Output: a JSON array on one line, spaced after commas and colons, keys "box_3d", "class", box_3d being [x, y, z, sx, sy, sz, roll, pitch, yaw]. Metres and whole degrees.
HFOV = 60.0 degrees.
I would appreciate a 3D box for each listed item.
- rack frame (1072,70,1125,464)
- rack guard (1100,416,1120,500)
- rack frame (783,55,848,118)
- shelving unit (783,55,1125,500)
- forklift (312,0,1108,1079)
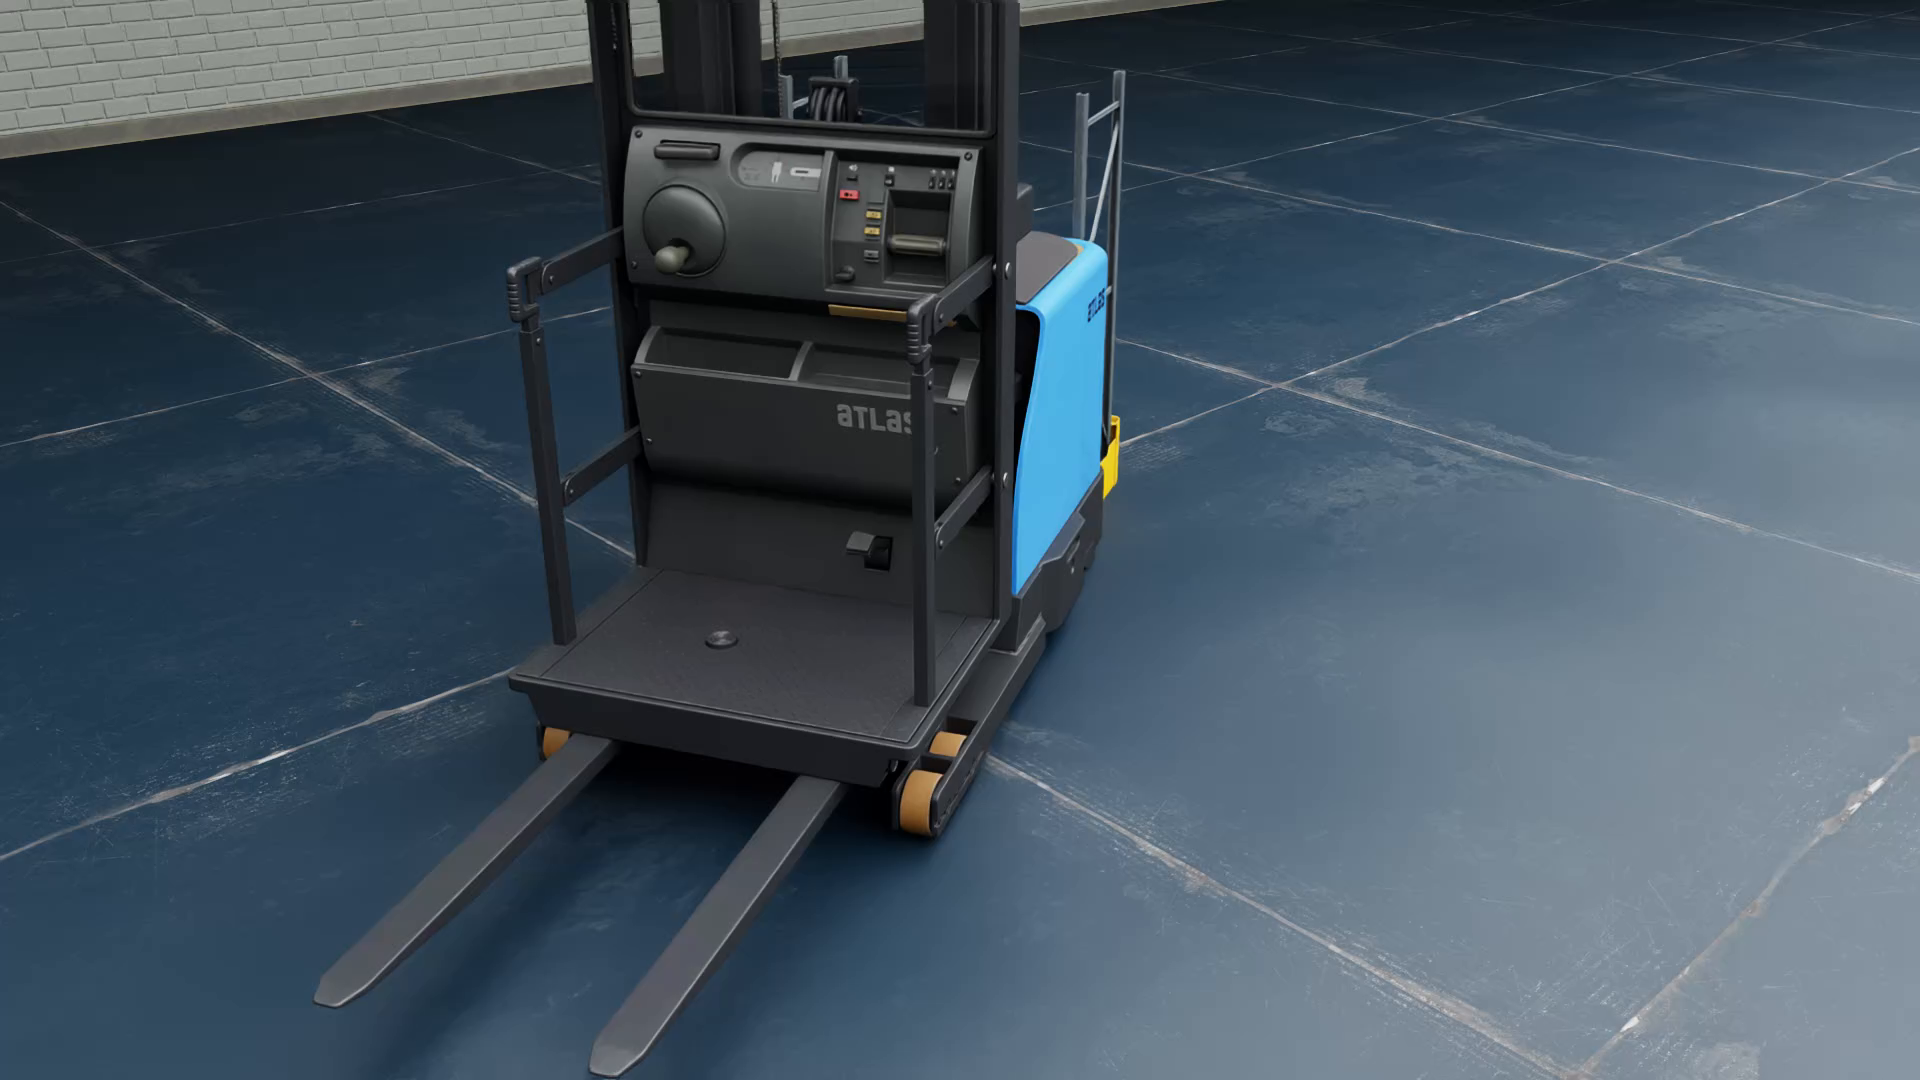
[{"box_3d": [0.459, -0.801, 5.699, 0.032, 1.500, 0.500, 8, 26, 18], "class": "rack frame"}, {"box_3d": [0.458, -0.233, 5.959, 0.087, 0.250, 0.587, 8, 26, 18], "class": "rack guard"}, {"box_3d": [-0.498, -0.943, 6.010, 0.032, 1.500, 0.500, 8, 26, 18], "class": "rack frame"}, {"box_3d": [-0.011, -0.871, 5.852, 1.083, 1.500, 0.587, 8, 26, 18], "class": "shelving unit"}, {"box_3d": [-0.471, -0.784, 3.937, 1.130, 2.935, 3.031, 8, 26, 17], "class": "forklift"}]
